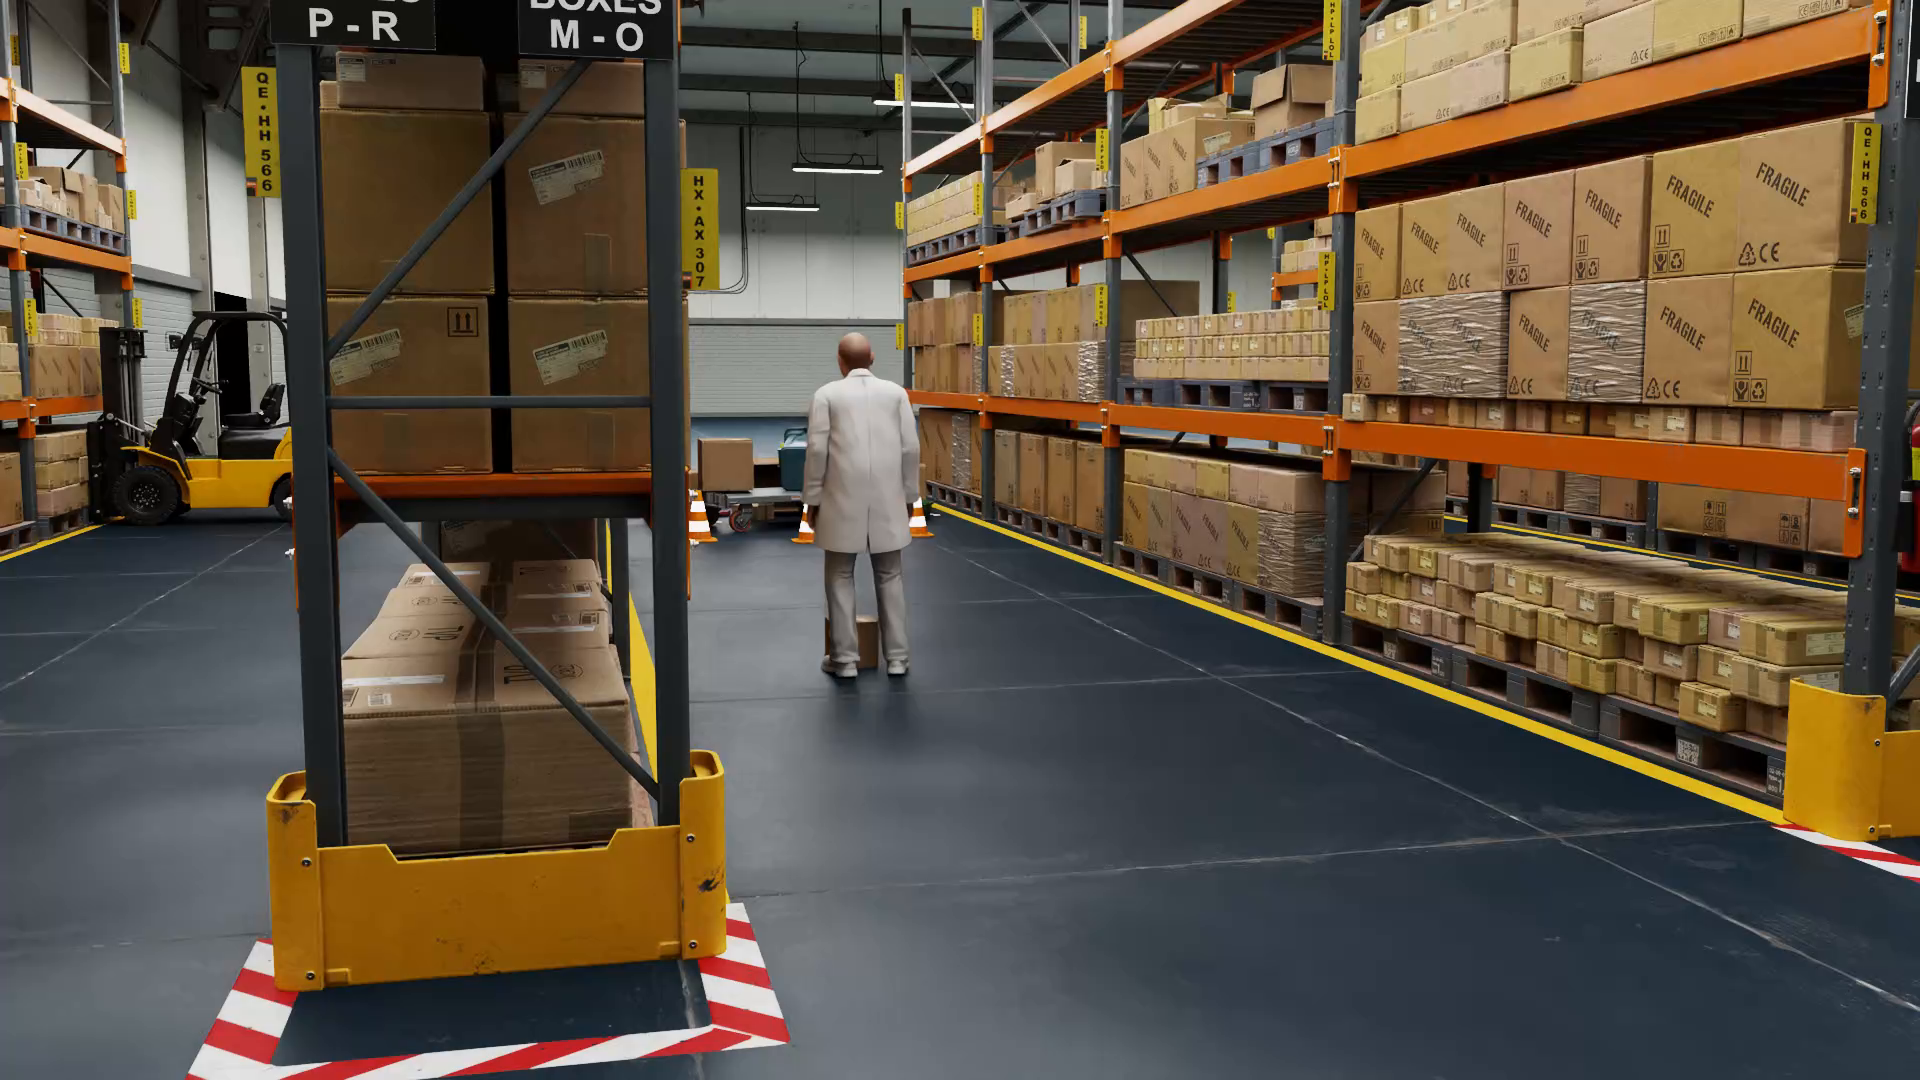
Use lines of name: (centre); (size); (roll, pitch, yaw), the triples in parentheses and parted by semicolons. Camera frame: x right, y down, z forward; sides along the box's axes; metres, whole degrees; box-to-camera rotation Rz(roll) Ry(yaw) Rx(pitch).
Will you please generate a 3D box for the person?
person: (-0.514, -0.184, 8.643); (0.628, 1.773, 0.427); (-2, 6, -16)
